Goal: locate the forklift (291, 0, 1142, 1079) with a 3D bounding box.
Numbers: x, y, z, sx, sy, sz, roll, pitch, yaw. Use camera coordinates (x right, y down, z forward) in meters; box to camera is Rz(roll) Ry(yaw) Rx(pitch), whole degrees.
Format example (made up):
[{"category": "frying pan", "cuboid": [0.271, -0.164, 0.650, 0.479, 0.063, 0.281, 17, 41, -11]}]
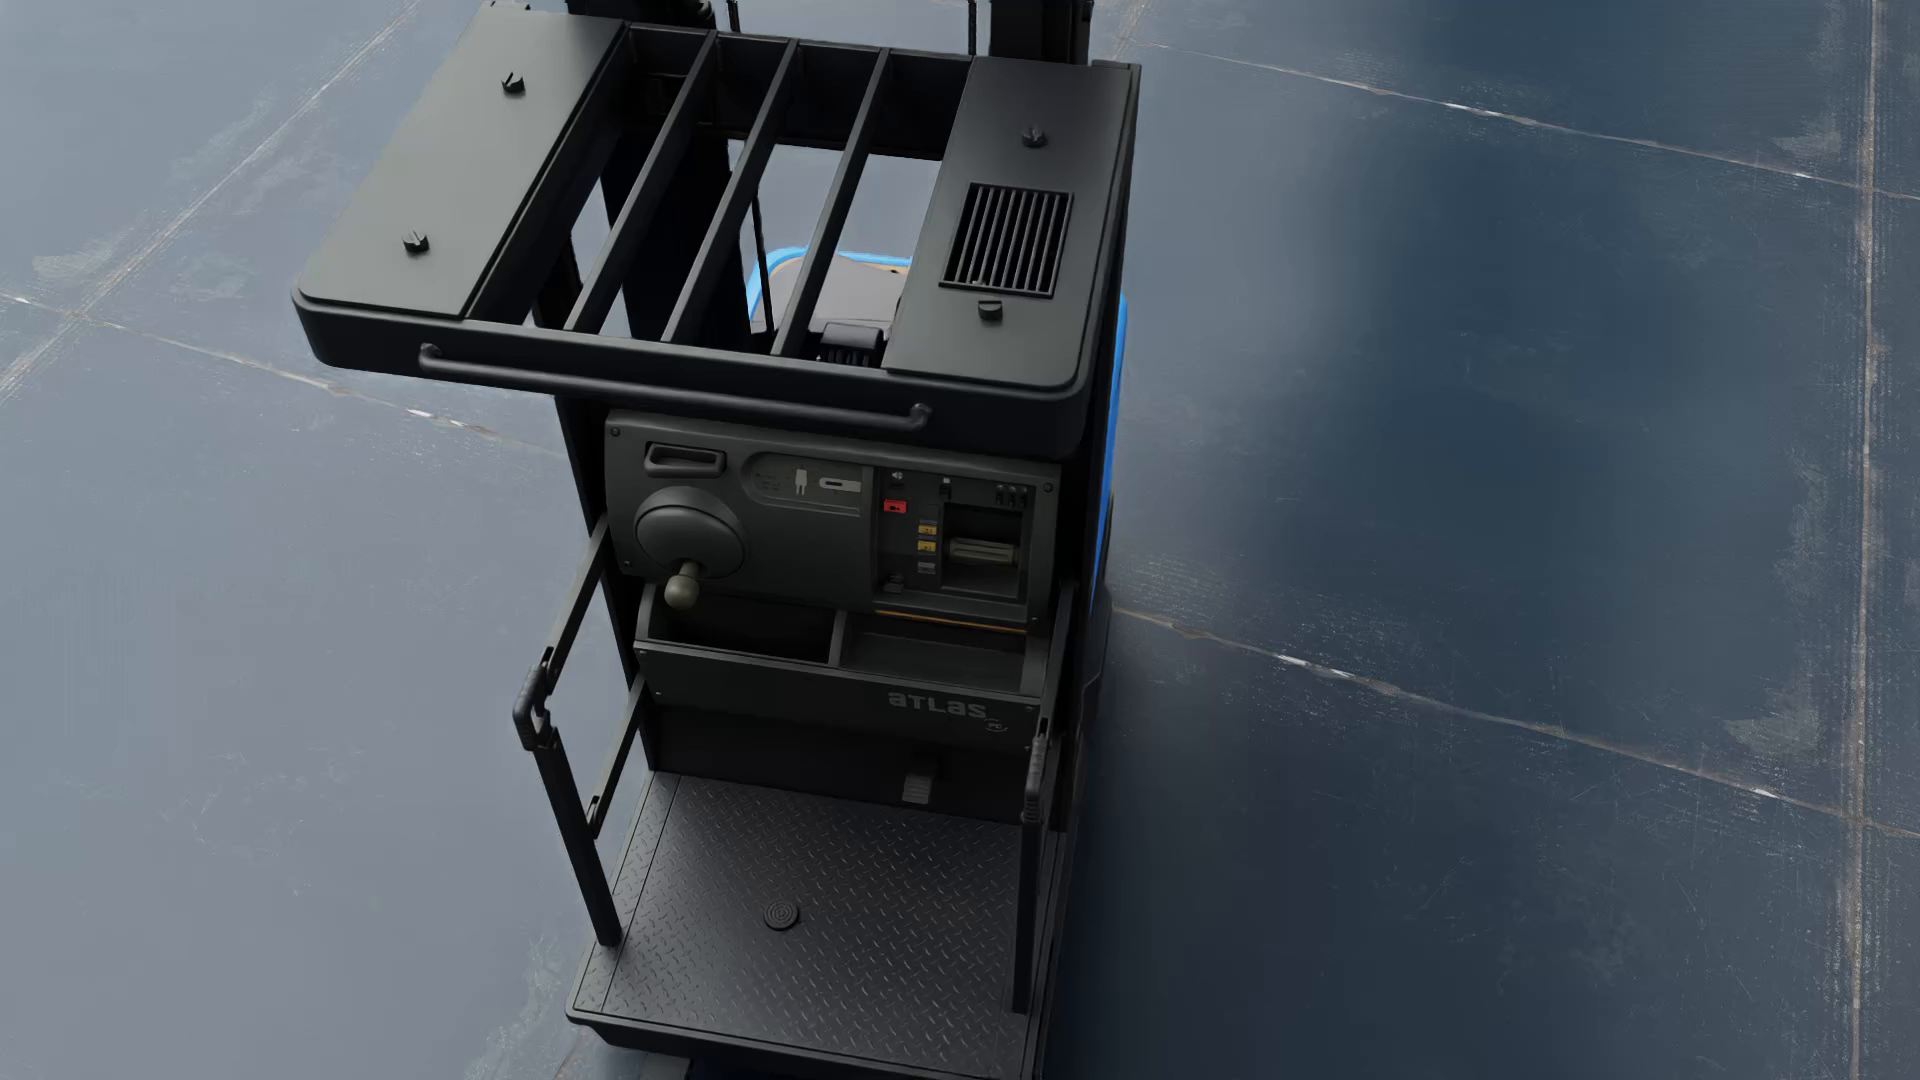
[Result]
[{"category": "forklift", "cuboid": [-0.301, 0.085, 3.237, 1.130, 2.935, 3.031, 8, 50, 6]}]
